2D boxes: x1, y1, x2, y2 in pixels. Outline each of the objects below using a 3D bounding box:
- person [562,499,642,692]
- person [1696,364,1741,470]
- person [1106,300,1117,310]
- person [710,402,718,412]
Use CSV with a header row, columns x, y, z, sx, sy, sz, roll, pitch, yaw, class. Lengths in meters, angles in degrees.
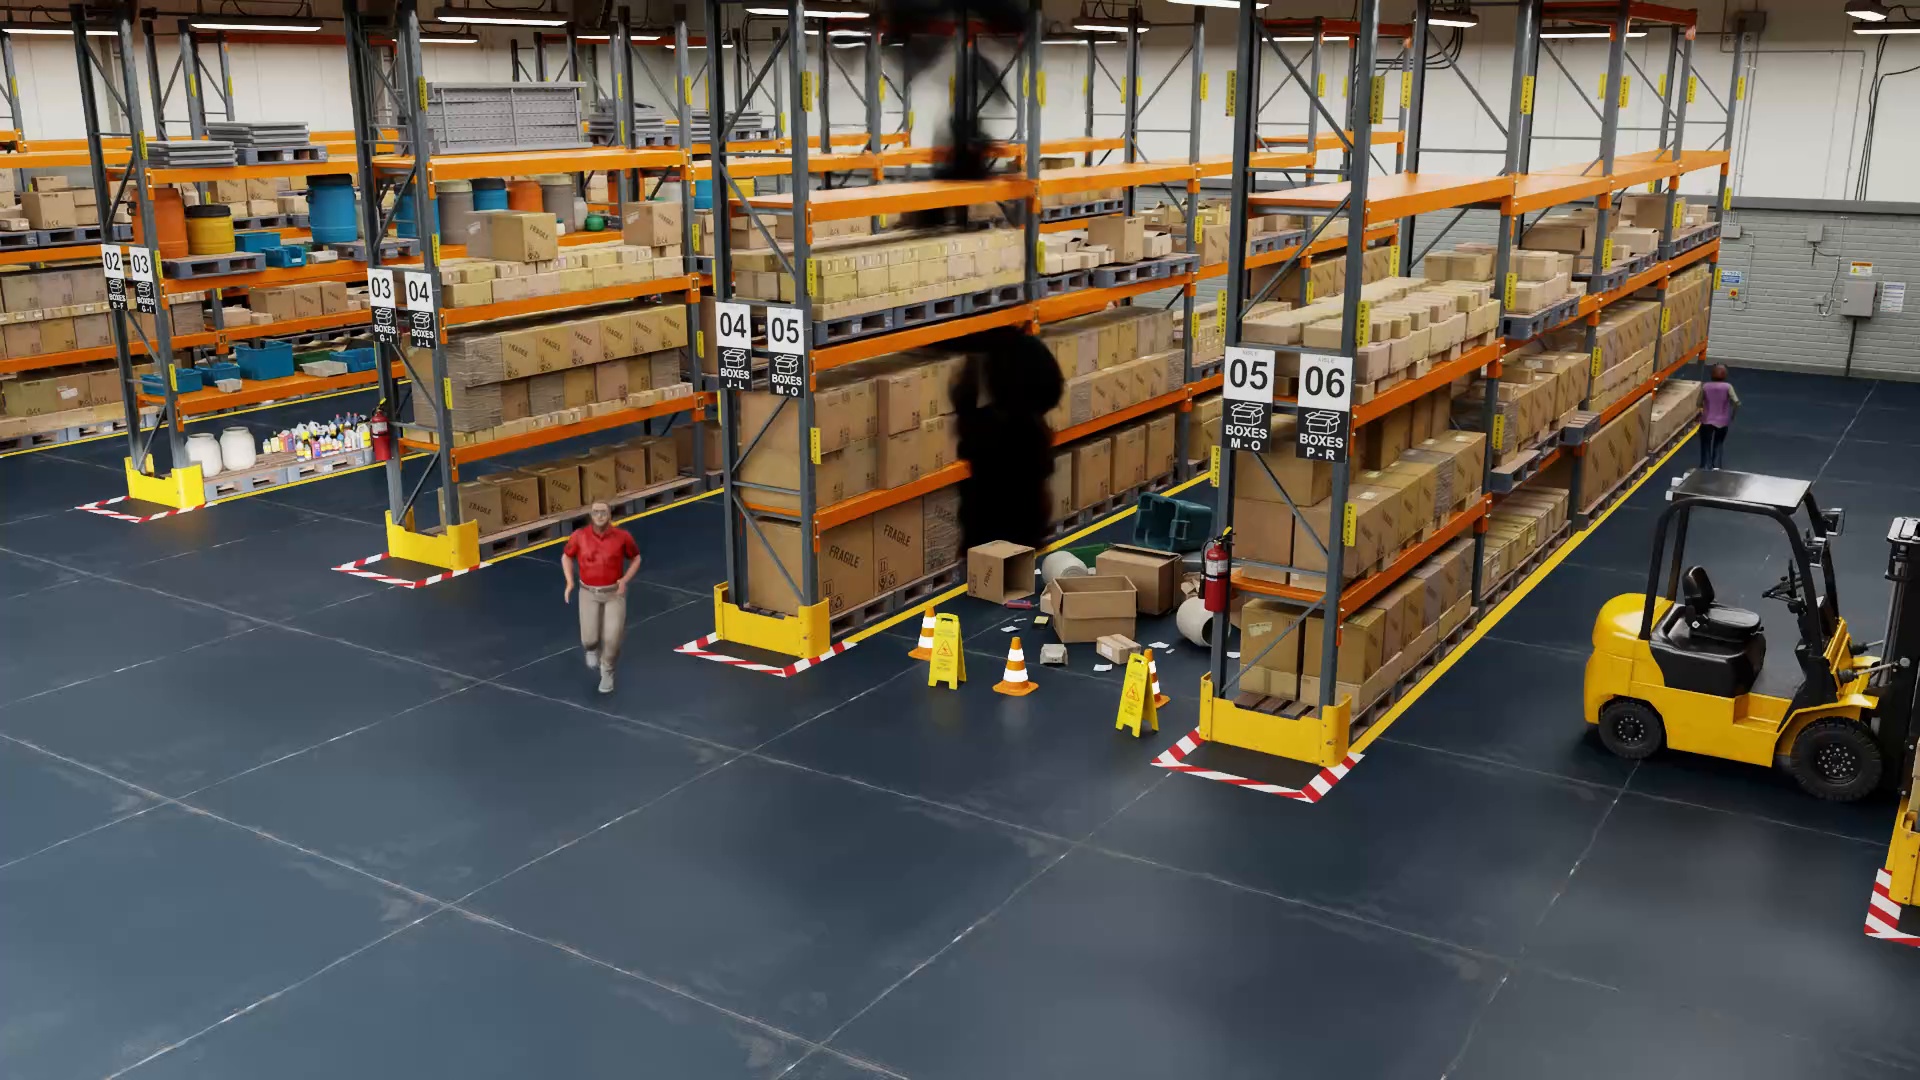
x,y,z,sx,sy,sz,roll,pitch,yaw,class
-3.095,0.473,14.446,0.682,1.676,0.613,-3,16,-9,person
9.815,-1.500,21.616,0.506,1.586,0.656,6,17,20,person
2.504,-3.171,27.558,0.579,1.632,0.710,7,17,24,person
-3.492,-2.345,24.663,0.574,1.603,0.561,7,17,23,person
